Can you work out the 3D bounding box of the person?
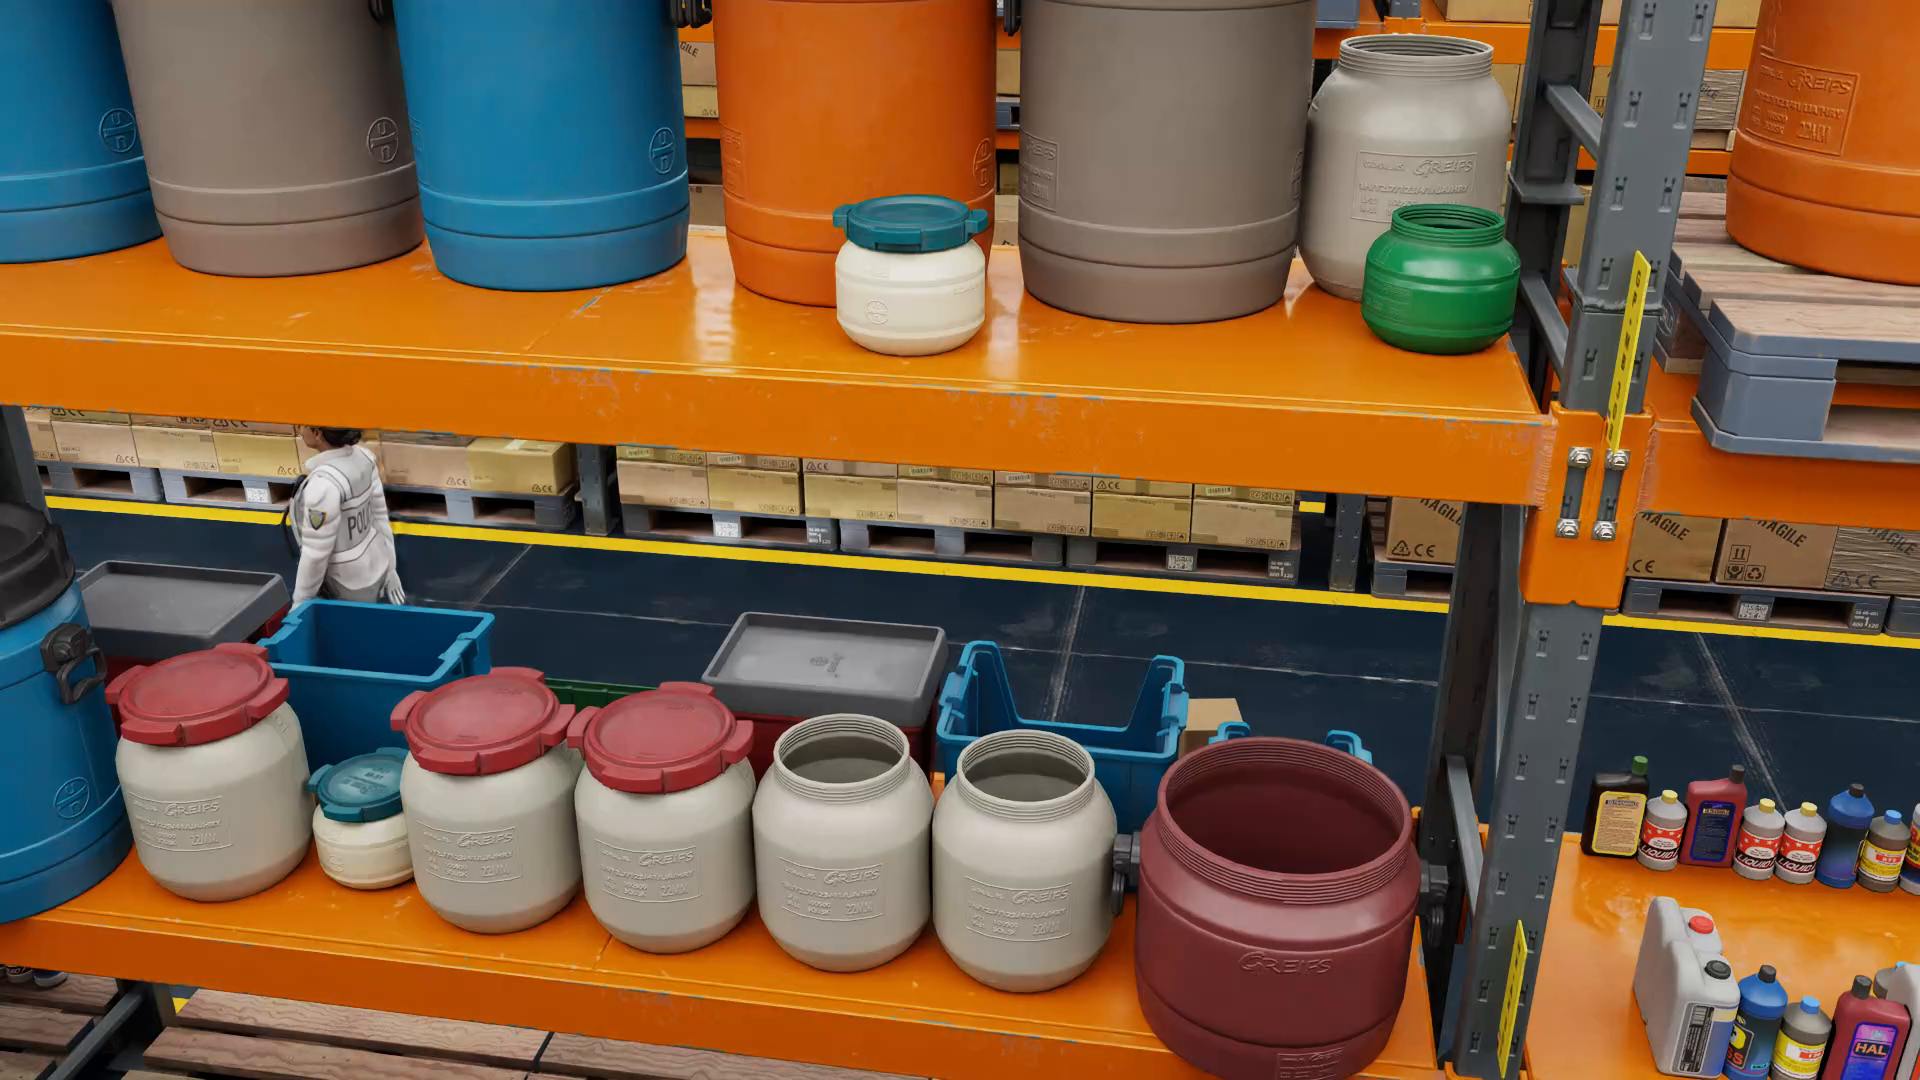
[{"bbox_3d":[-2.427,0.165,6.686,0.789,1.657,0.483,0,25,0],"label":"person"}]
